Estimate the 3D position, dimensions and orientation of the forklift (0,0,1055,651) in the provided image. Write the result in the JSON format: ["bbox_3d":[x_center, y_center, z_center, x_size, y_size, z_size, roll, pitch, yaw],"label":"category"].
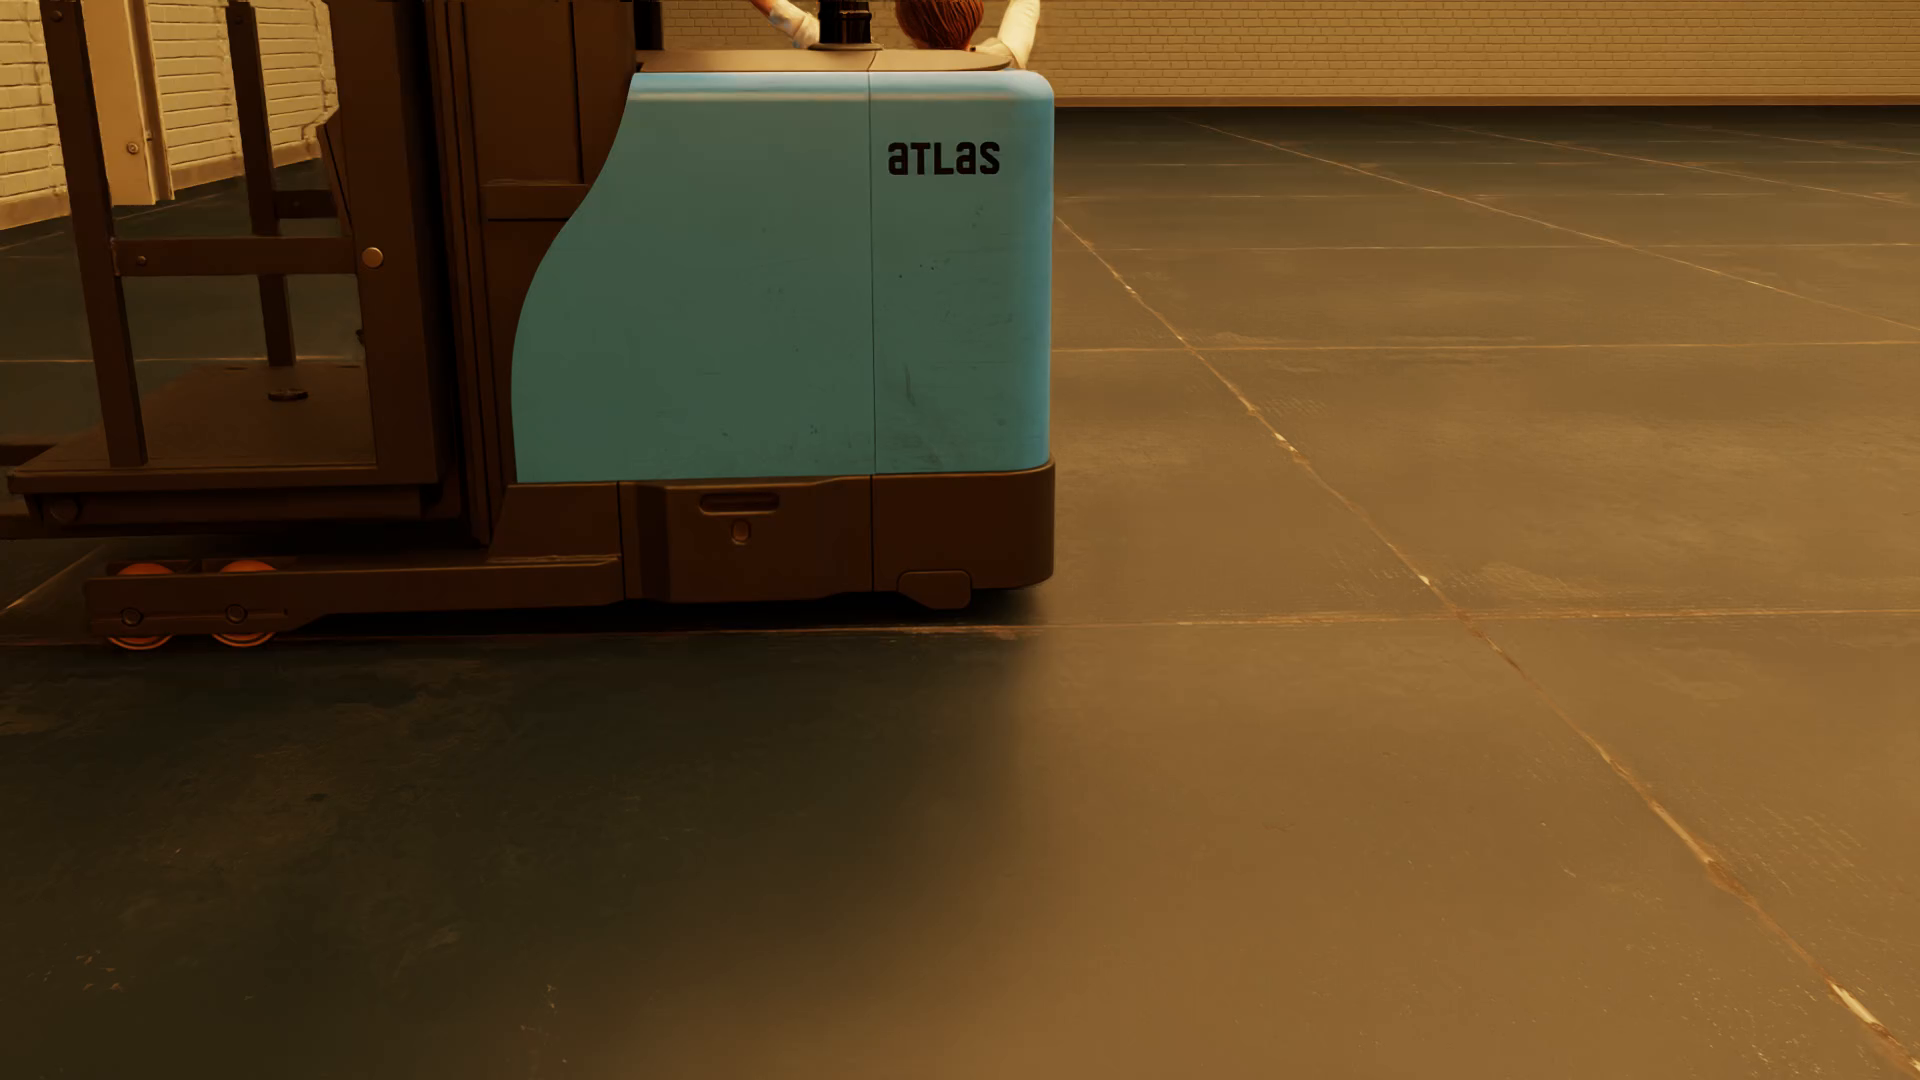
[{"bbox_3d":[-1.354,-1.350,3.319,3.031,2.935,1.130,-2,17,-5],"label":"forklift"}]

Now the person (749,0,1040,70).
[{"bbox_3d":[-0.238,-1.003,4.642,0.931,1.504,0.727,-3,17,-9],"label":"person"}]
